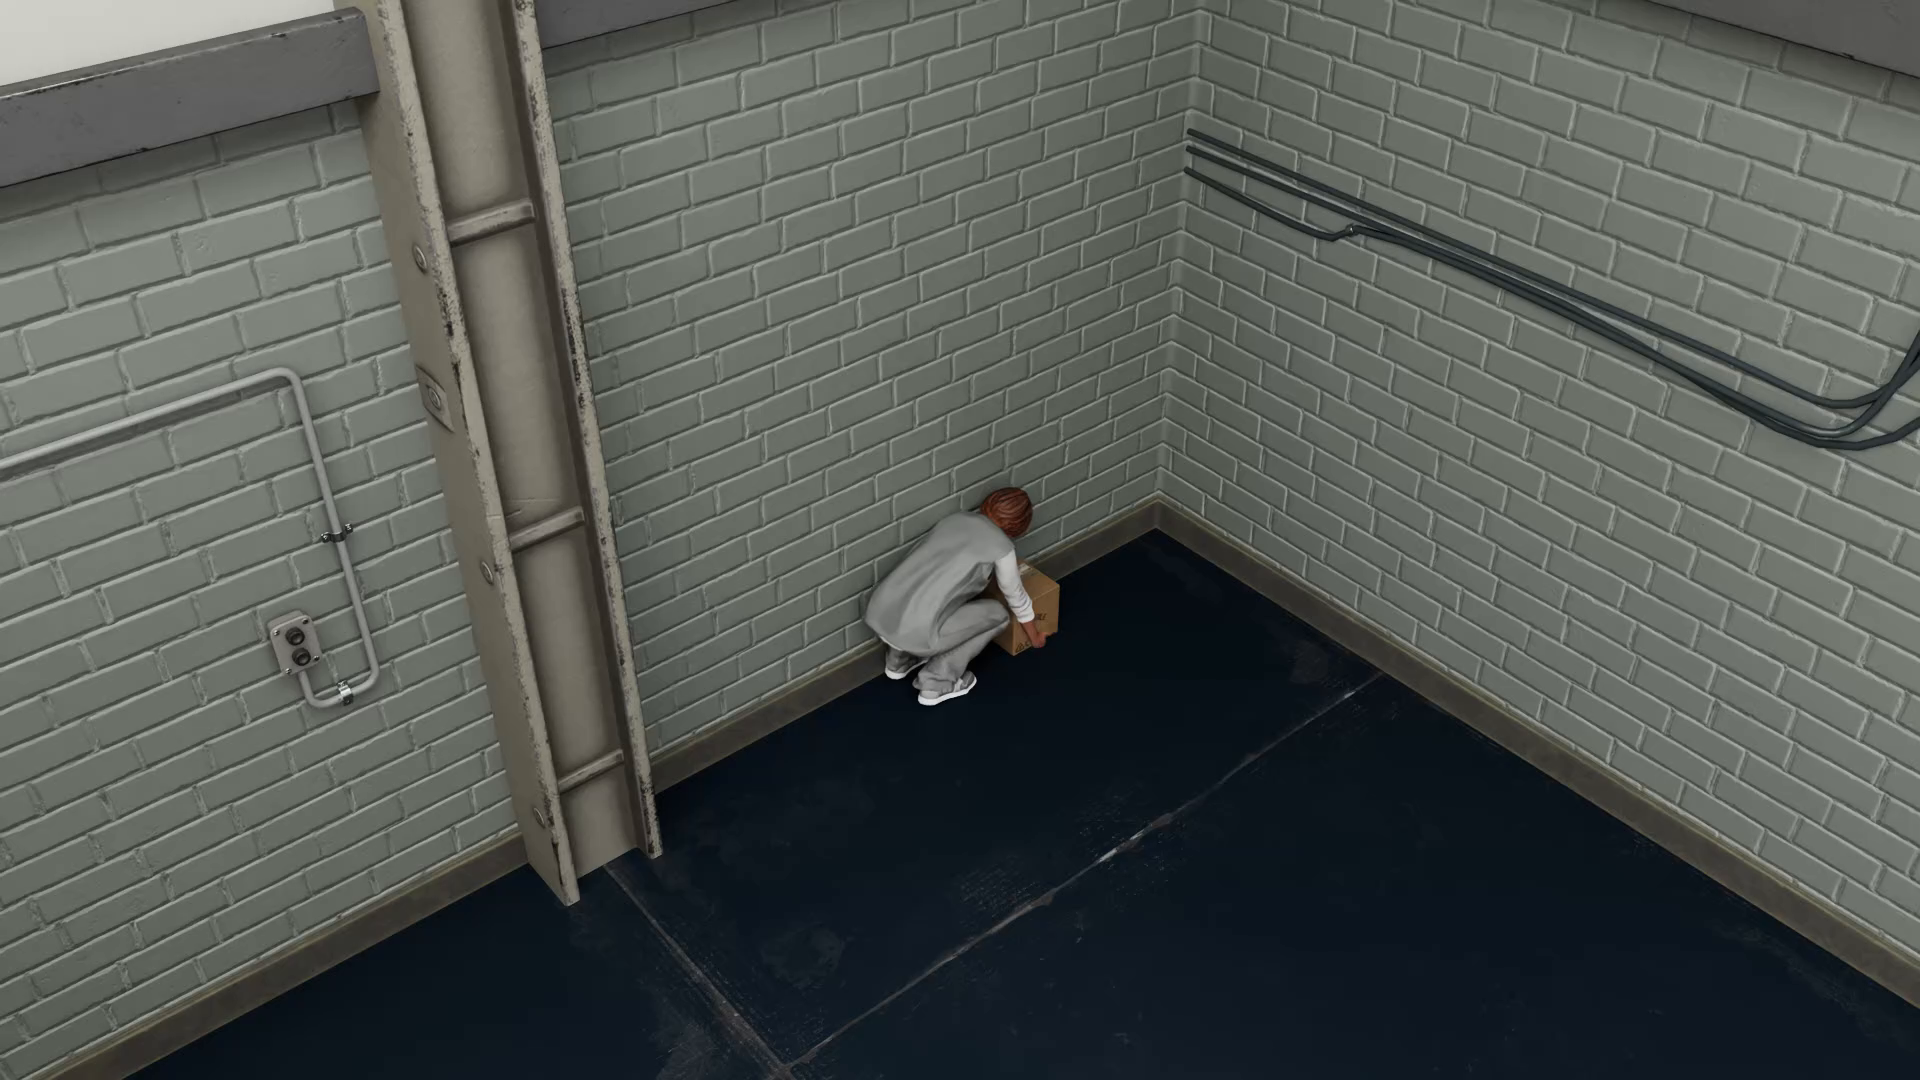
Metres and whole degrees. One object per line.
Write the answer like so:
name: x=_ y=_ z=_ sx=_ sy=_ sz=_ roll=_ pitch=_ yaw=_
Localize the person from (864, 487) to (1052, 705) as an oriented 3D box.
person: x=-0.015 y=0.251 z=6.635 sx=0.840 sy=0.753 sz=0.433 roll=-27 pitch=44 yaw=-32
